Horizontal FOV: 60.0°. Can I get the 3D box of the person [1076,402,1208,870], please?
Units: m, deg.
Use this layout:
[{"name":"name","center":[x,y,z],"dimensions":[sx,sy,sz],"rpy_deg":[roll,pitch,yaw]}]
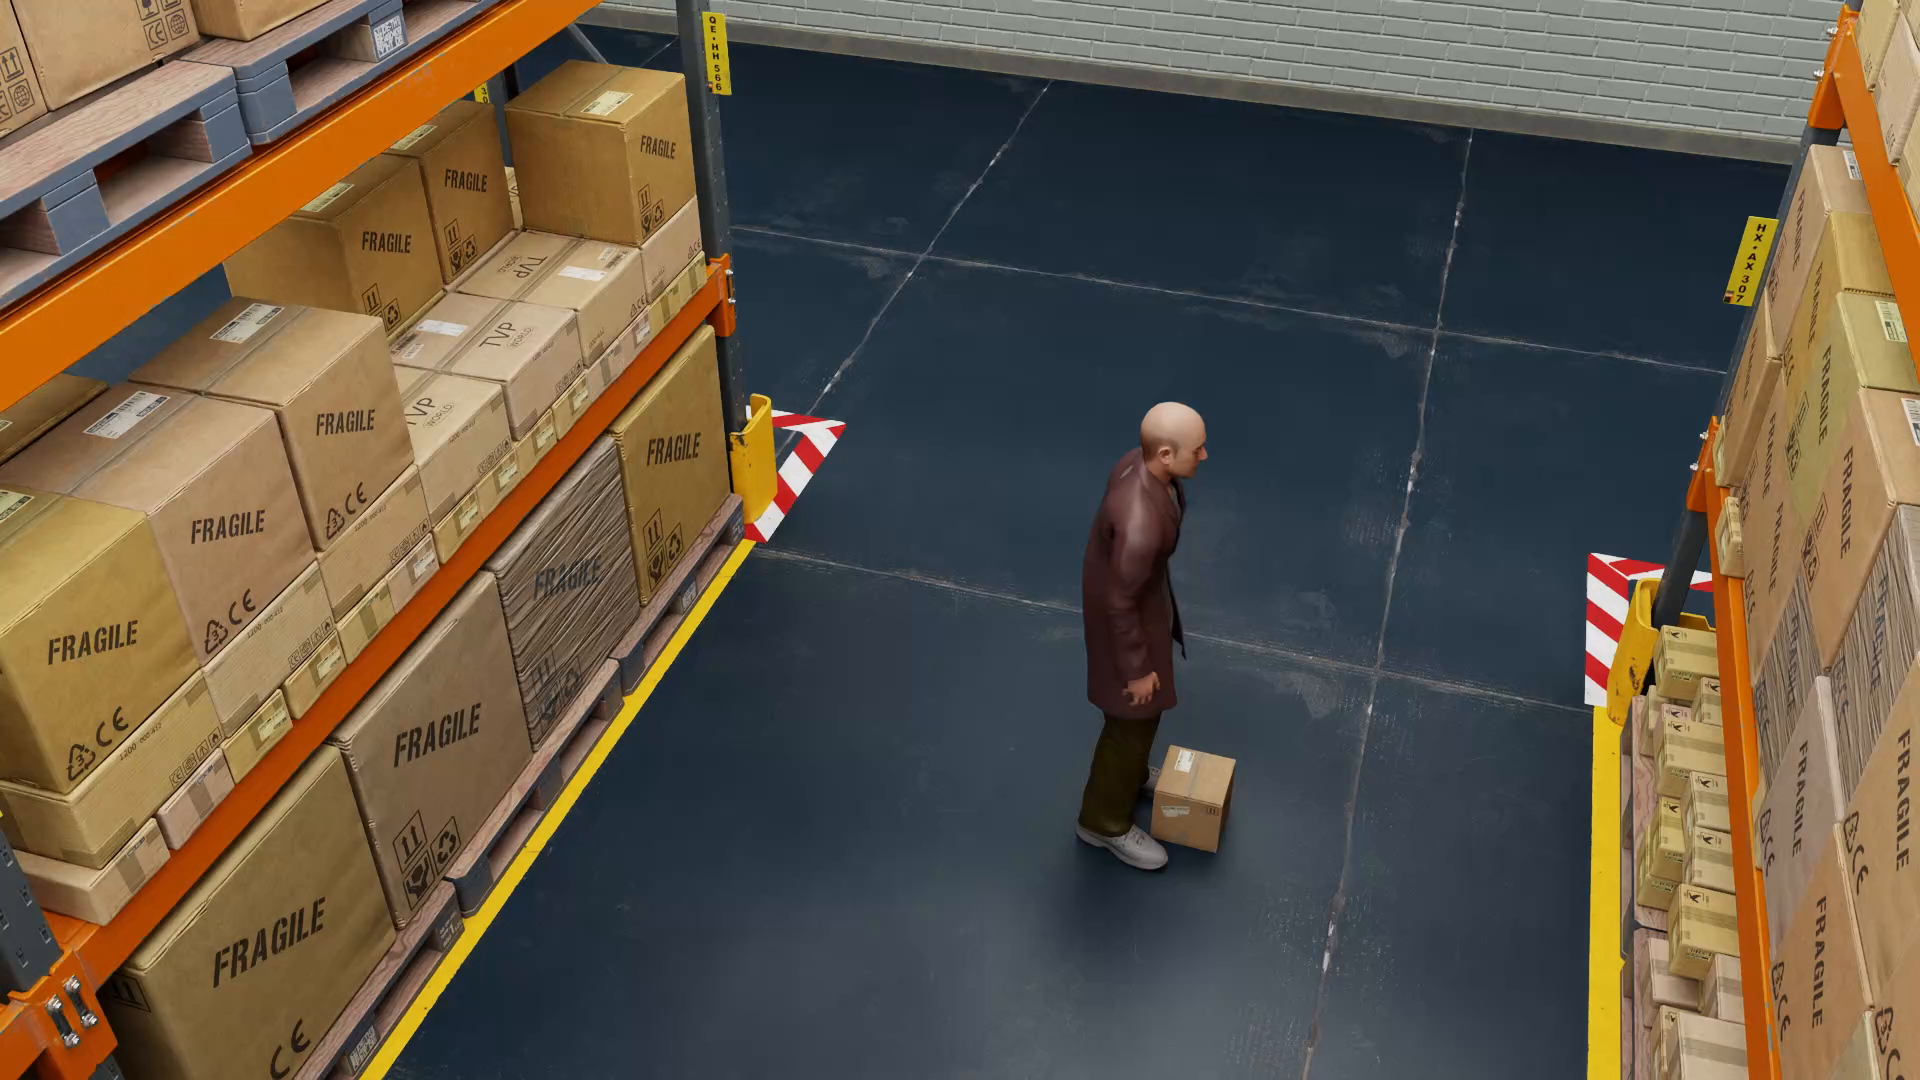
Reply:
[{"name":"person","center":[0.628,0.295,5.764],"dimensions":[0.423,1.774,0.653],"rpy_deg":[9,37,11]}]
